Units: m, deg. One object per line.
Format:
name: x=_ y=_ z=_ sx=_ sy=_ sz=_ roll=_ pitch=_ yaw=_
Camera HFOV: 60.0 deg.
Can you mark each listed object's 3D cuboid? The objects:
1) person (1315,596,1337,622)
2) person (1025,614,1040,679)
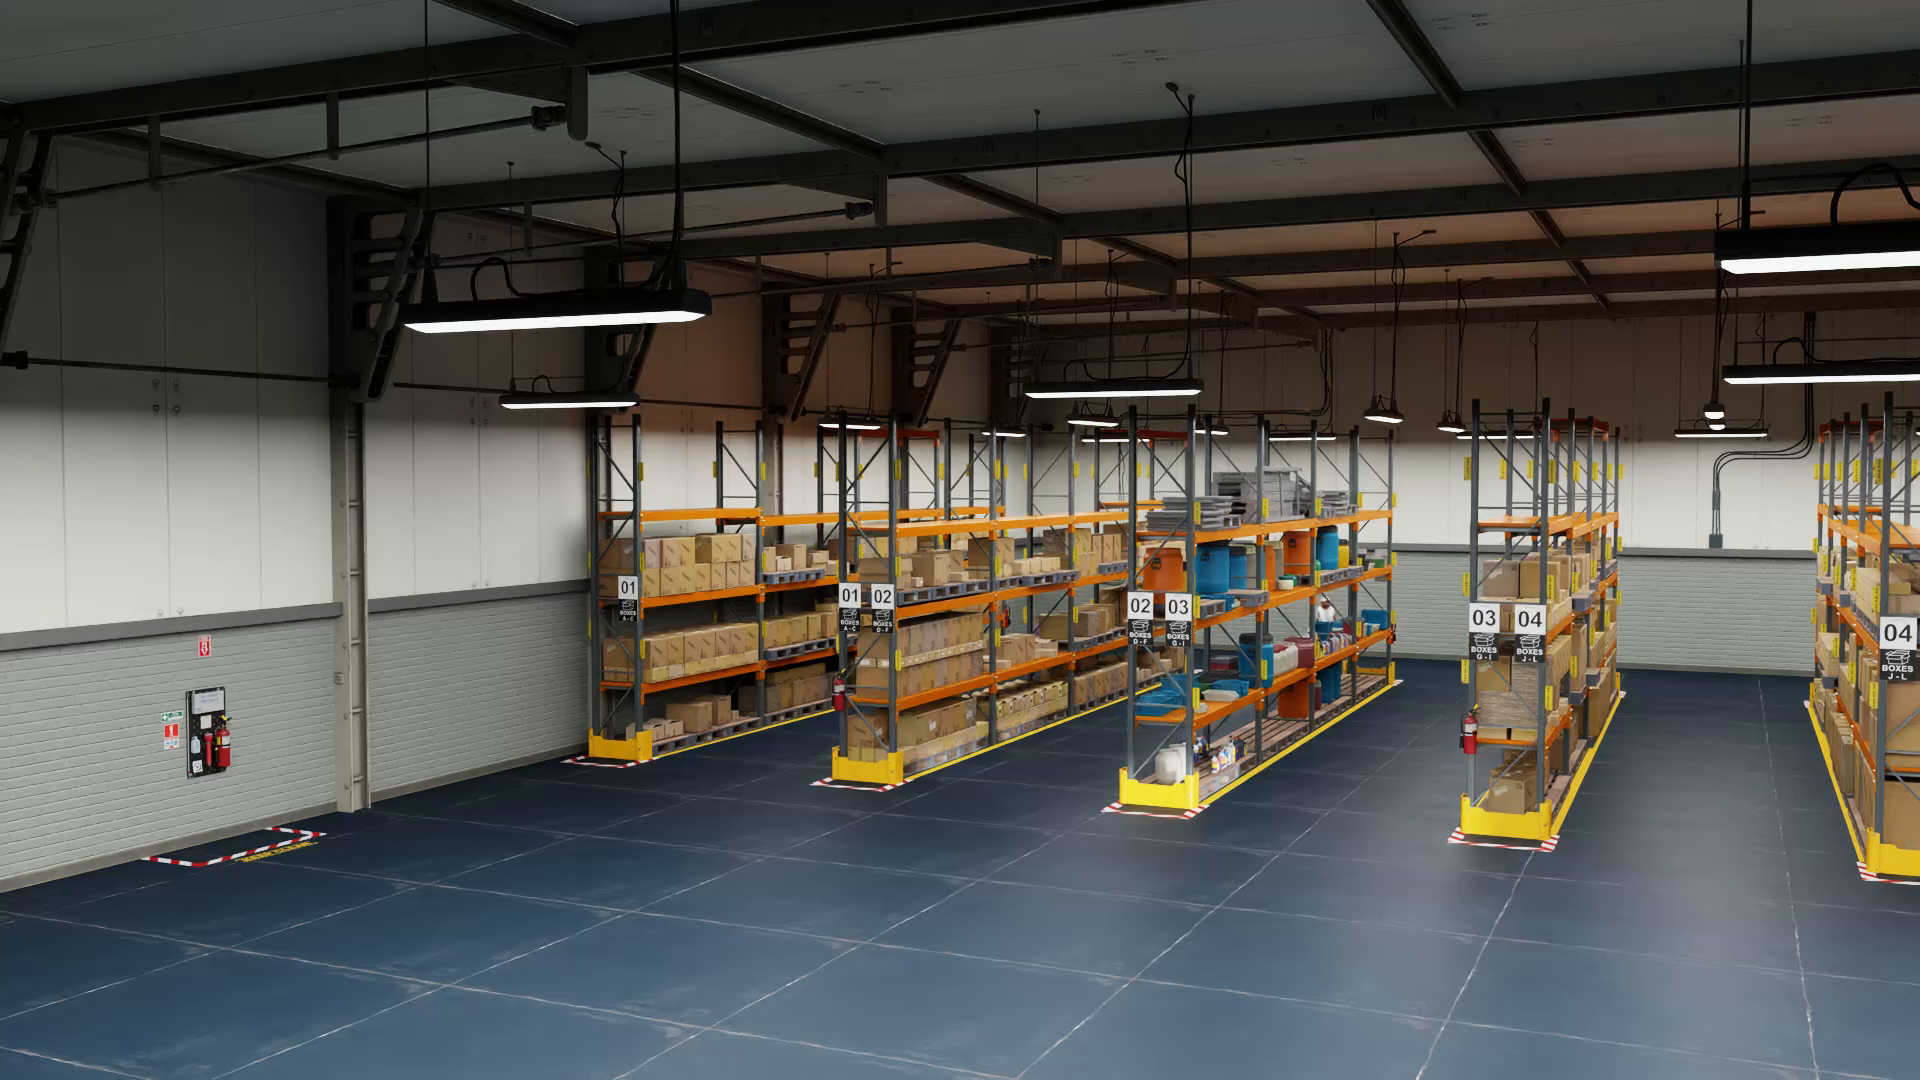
person: x=9.565 y=2.333 z=43.514 sx=0.599 sy=1.765 sz=0.912 roll=0 pitch=2 yaw=-10
person: x=1.896 y=2.559 z=40.003 sx=0.428 sy=1.554 sz=0.898 roll=2 pitch=3 yaw=40
